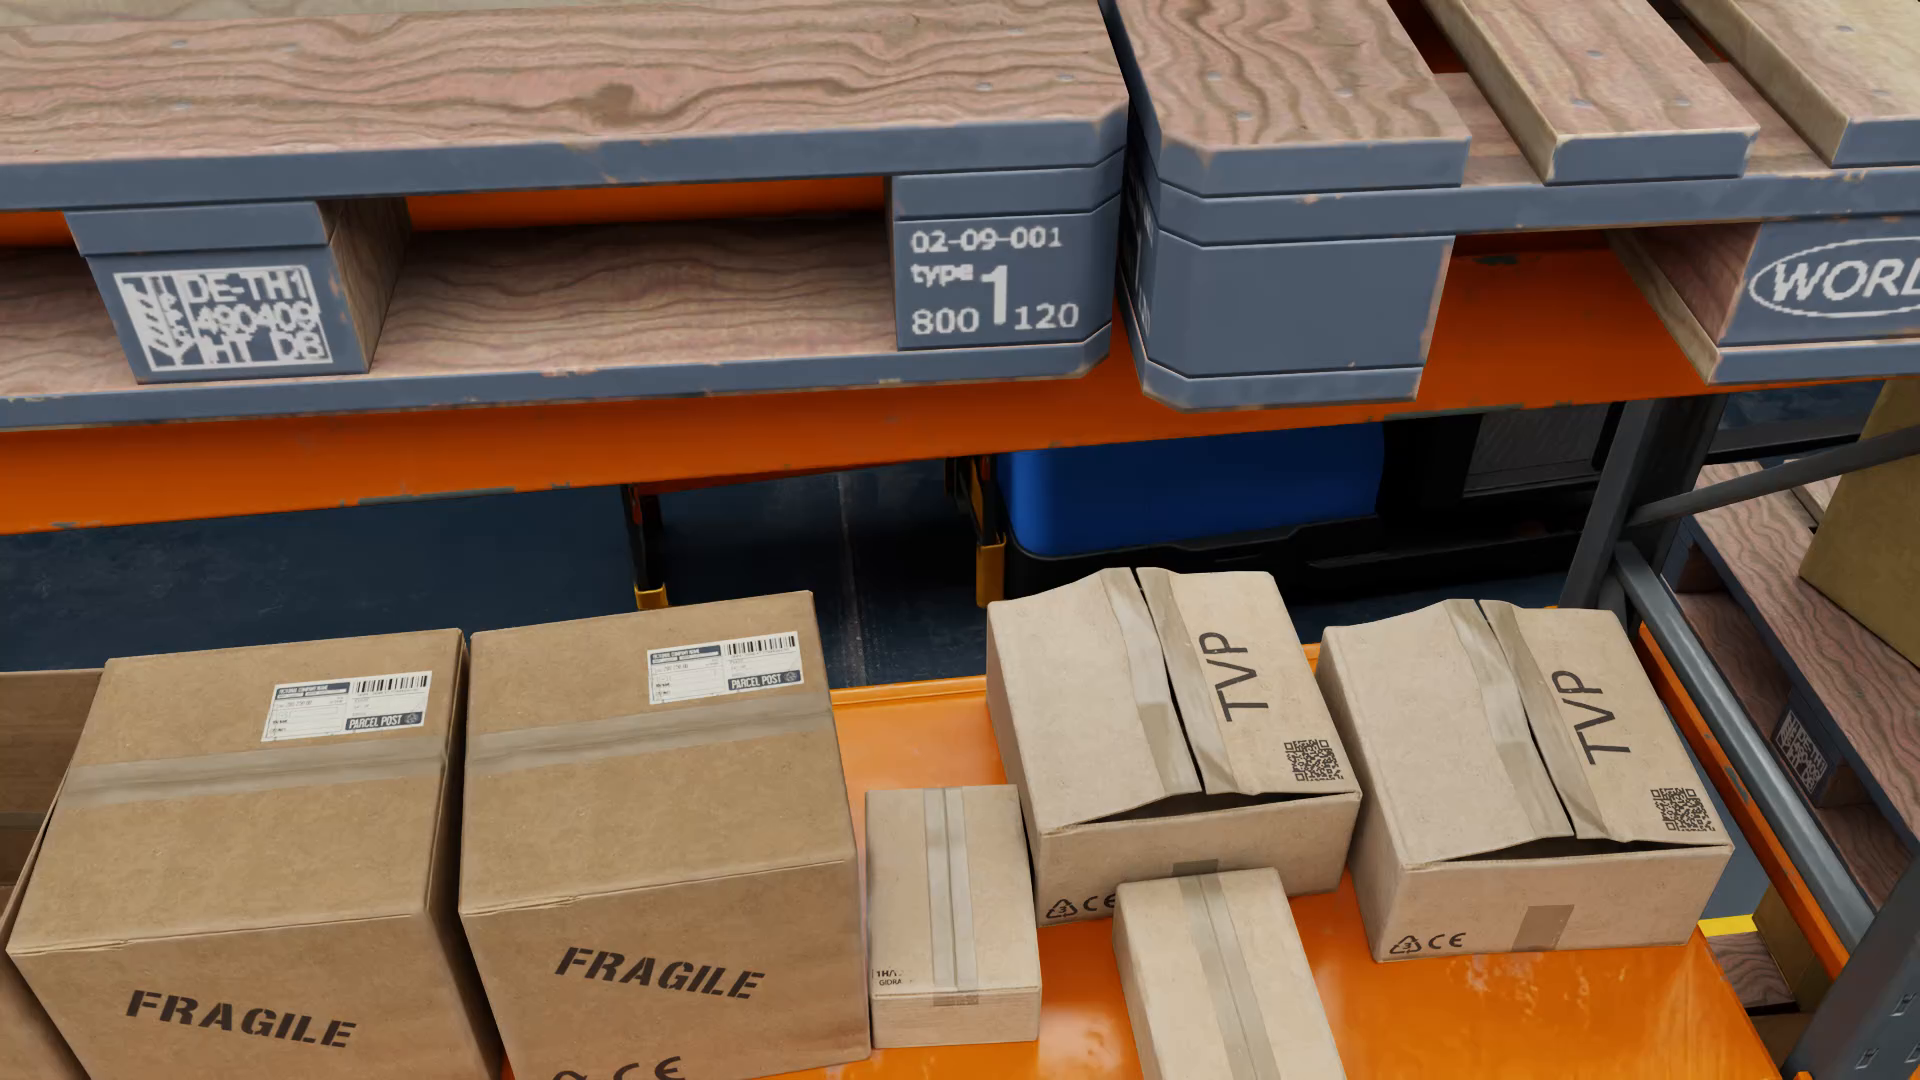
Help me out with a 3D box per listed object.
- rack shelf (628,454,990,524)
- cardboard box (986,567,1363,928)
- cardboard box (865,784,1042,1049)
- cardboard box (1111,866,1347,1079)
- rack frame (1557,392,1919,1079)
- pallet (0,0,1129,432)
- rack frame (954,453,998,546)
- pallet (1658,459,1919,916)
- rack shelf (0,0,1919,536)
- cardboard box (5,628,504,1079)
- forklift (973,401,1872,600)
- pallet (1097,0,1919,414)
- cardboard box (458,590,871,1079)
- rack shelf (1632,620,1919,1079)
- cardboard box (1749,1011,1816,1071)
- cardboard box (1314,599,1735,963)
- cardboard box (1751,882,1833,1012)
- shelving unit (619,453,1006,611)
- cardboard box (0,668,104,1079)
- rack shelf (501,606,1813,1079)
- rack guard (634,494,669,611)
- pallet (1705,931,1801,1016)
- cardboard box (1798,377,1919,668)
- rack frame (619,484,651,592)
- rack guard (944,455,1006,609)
[{"bbox_3d":[-0.455,-0.345,4.781,1.000,0.185,0.538,-7,43,-8],"label":"rack shelf"},{"bbox_3d":[0.328,0.313,2.730,0.500,0.311,0.500,-5,42,-6],"label":"cardboard box"},{"bbox_3d":[-0.017,0.572,2.564,0.250,0.149,0.380,-2,42,-2],"label":"cardboard box"},{"bbox_3d":[0.384,0.686,2.438,0.250,0.149,0.380,-5,42,-6],"label":"cardboard box"},{"bbox_3d":[1.240,0.331,2.644,0.127,3.000,1.000,-5,42,-6],"label":"rack frame"},{"bbox_3d":[-0.530,-0.496,1.461,1.213,0.211,1.003,-3,42,-4],"label":"pallet"},{"bbox_3d":[0.044,-0.544,4.733,0.032,1.500,0.500,-7,43,-8],"label":"rack frame"},{"bbox_3d":[1.903,0.296,2.825,1.003,0.211,1.213,-5,42,-6],"label":"pallet"},{"bbox_3d":[-0.743,-0.342,1.688,4.000,0.370,1.077,-5,42,-6],"label":"rack shelf"},{"bbox_3d":[-0.943,0.496,2.386,0.500,0.500,0.500,-5,42,-5],"label":"cardboard box"},{"bbox_3d":[1.557,-1.327,4.533,3.031,2.935,1.130,-7,43,-8],"label":"forklift"},{"bbox_3d":[0.579,-0.595,1.571,1.003,0.211,1.213,-3,42,-4],"label":"pallet"},{"bbox_3d":[-0.421,0.450,2.437,0.500,0.500,0.500,-7,43,-8],"label":"cardboard box"},{"bbox_3d":[3.223,0.424,3.077,4.000,0.370,1.077,-5,42,-6],"label":"rack shelf"},{"bbox_3d":[1.729,1.246,3.167,0.500,0.500,0.500,-3,42,-4],"label":"cardboard box"},{"bbox_3d":[0.874,0.366,2.671,0.500,0.311,0.500,-3,42,-3],"label":"cardboard box"},{"bbox_3d":[2.137,0.858,3.597,0.500,0.500,0.500,-3,42,-4],"label":"cardboard box"},{"bbox_3d":[-0.446,-0.480,4.662,1.083,1.500,0.587,-7,43,-8],"label":"shelving unit"},{"bbox_3d":[-1.440,0.539,2.338,0.500,0.500,0.500,-2,42,-2],"label":"cardboard box"},{"bbox_3d":[-0.743,0.771,2.692,4.000,0.370,1.077,-5,42,-6],"label":"rack shelf"},{"bbox_3d":[-0.935,0.049,5.009,0.087,0.250,0.587,-7,43,-8],"label":"rack guard"},{"bbox_3d":[1.986,1.326,3.622,1.213,0.211,1.003,-5,42,-6],"label":"pallet"},{"bbox_3d":[1.850,0.008,2.613,0.500,0.500,0.700,-19,45,-20],"label":"cardboard box"},{"bbox_3d":[-0.954,-0.413,4.588,0.032,1.500,0.500,-7,43,-8],"label":"rack frame"},{"bbox_3d":[0.042,-0.080,5.152,0.087,0.250,0.587,-7,43,-8],"label":"rack guard"}]
